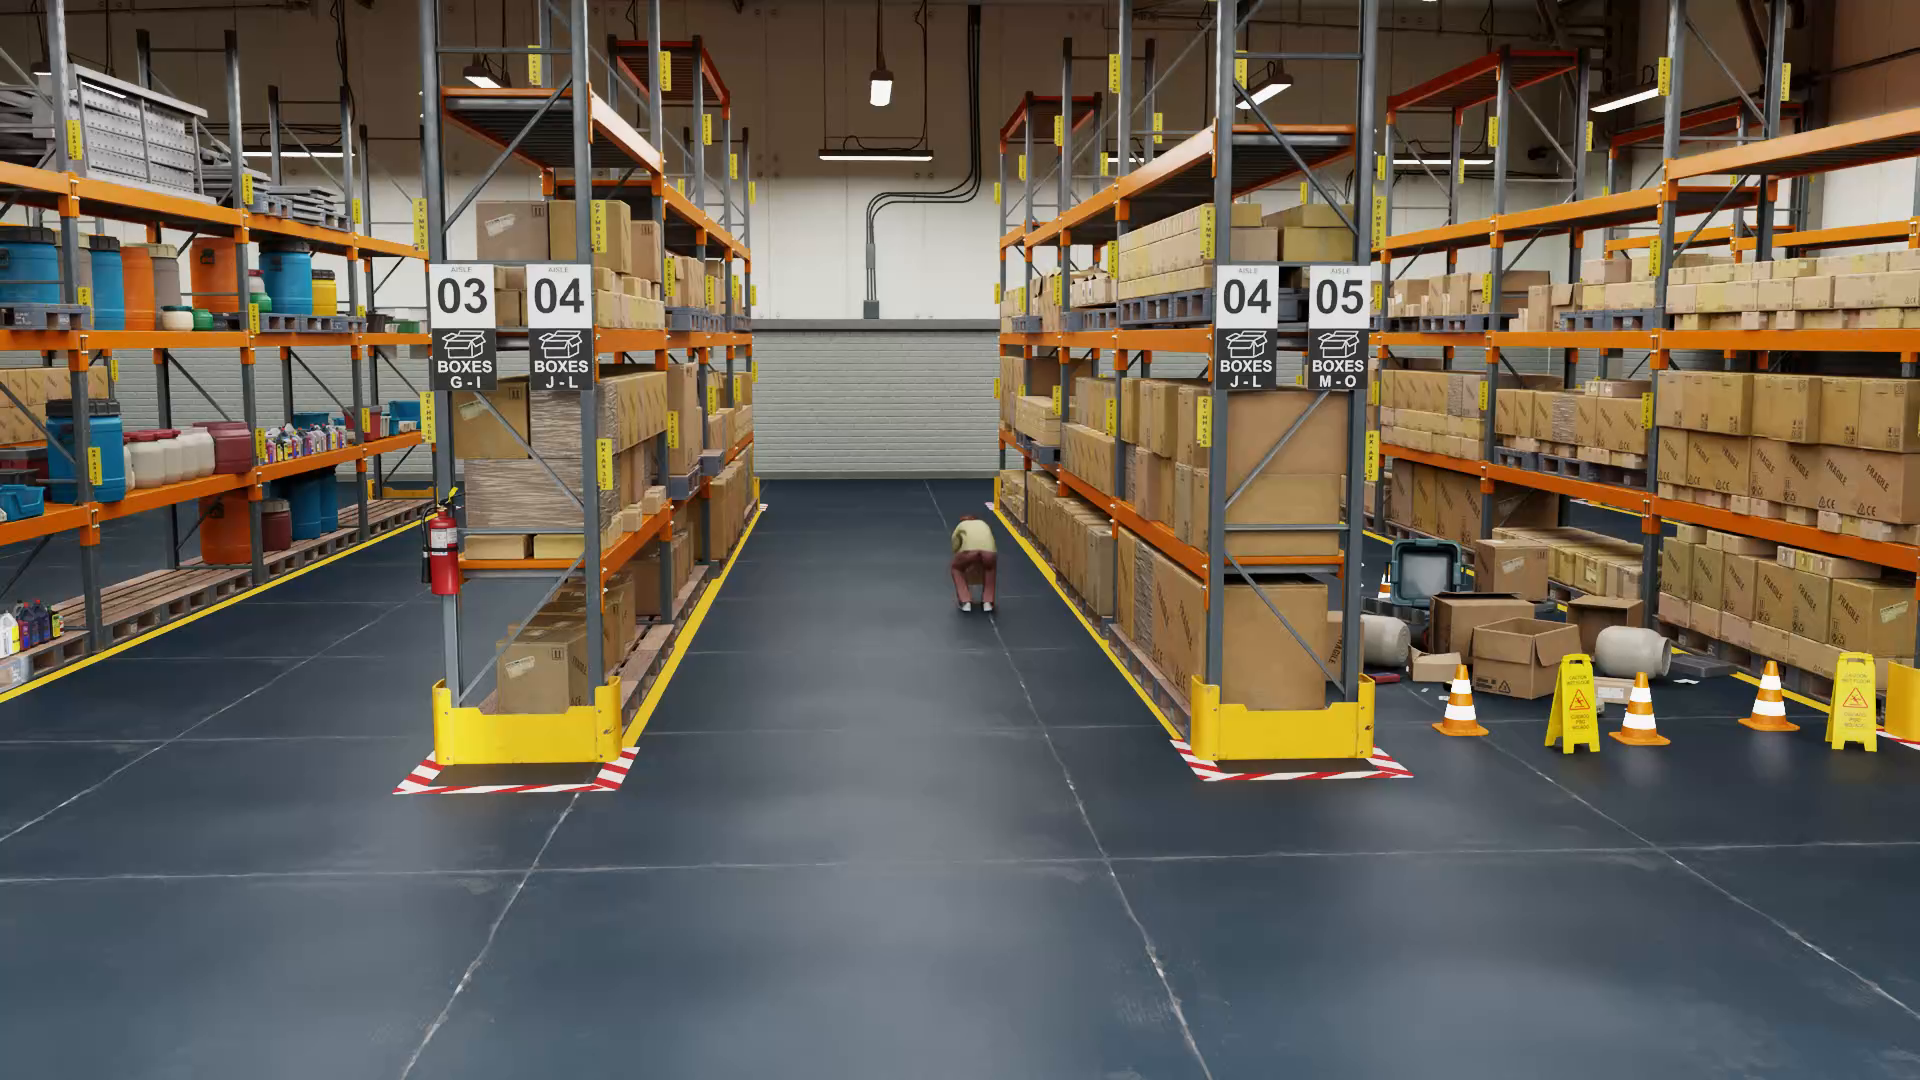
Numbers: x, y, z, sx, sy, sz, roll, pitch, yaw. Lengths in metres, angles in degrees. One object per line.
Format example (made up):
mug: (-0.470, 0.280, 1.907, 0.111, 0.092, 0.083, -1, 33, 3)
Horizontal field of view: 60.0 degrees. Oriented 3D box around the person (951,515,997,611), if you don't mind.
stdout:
person: (0.146, 0.220, 16.971, 0.476, 0.945, 0.860, -1, 7, -6)
